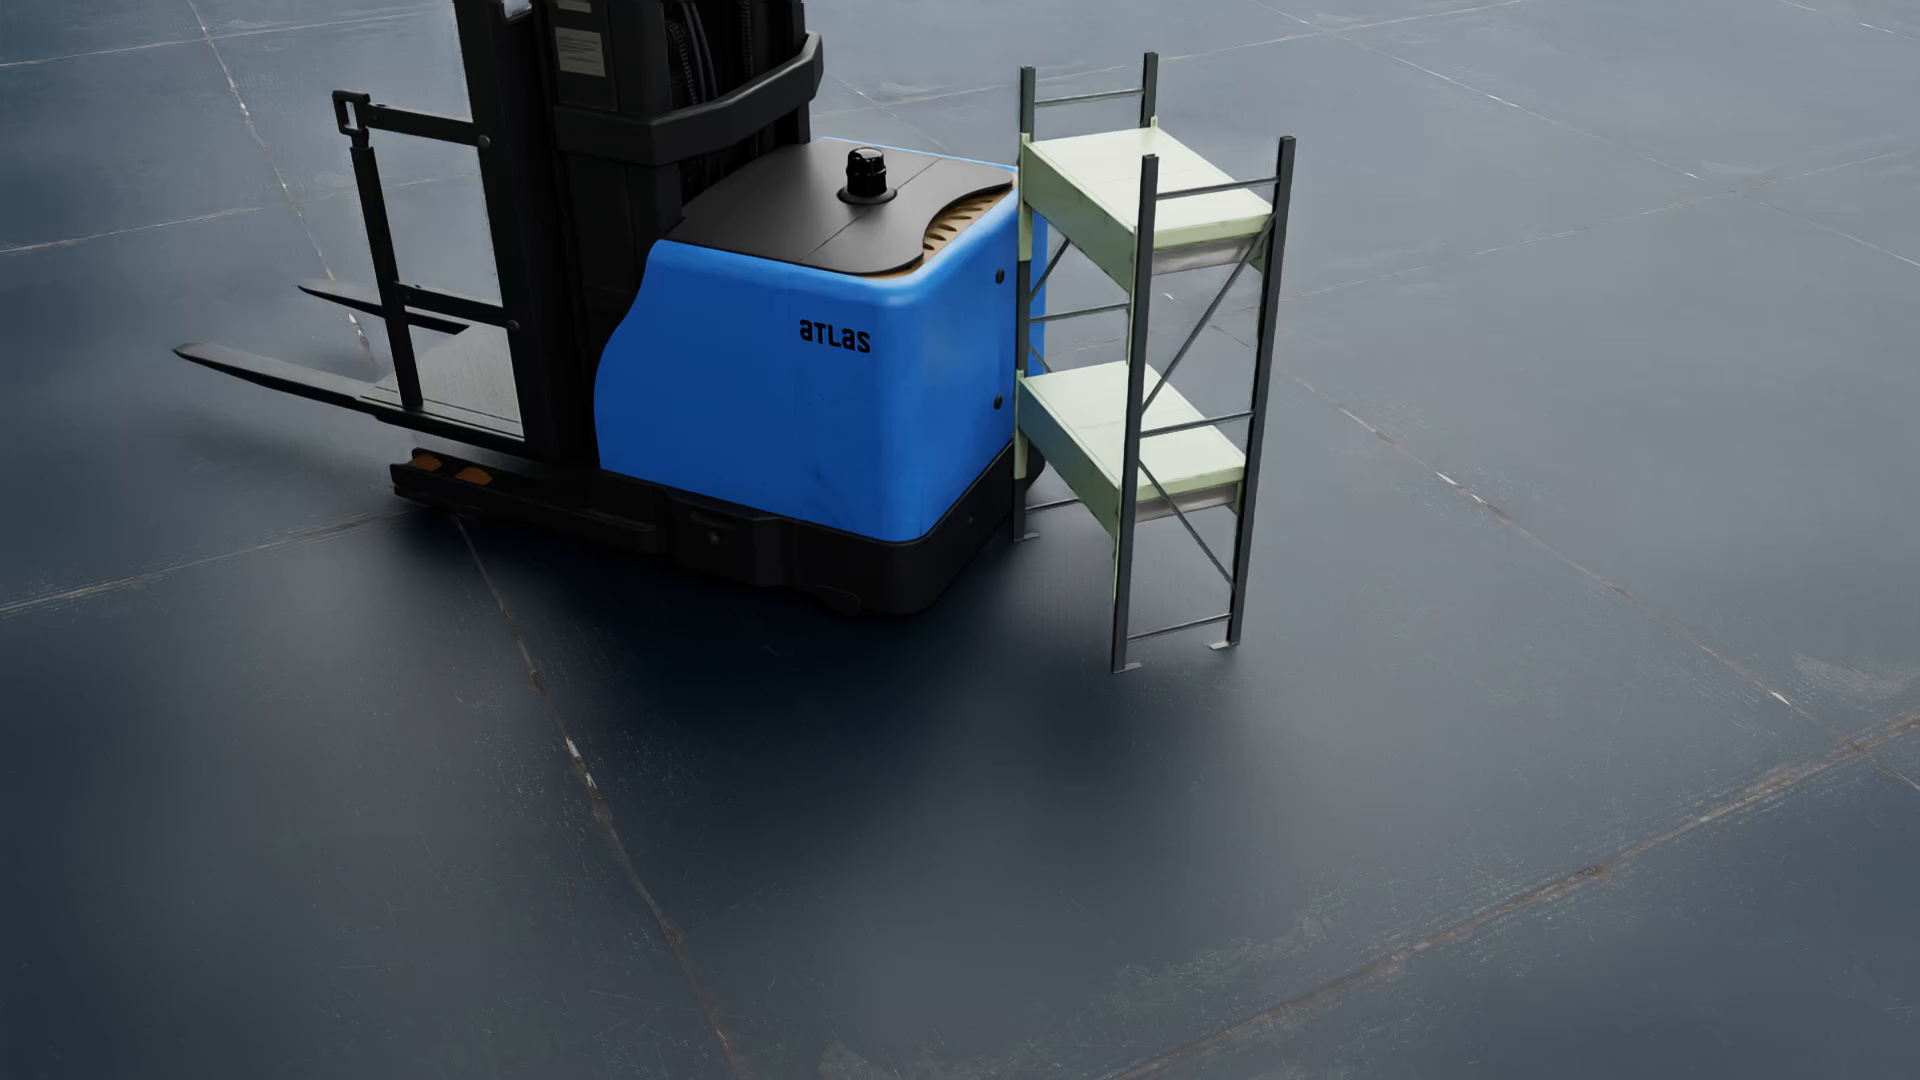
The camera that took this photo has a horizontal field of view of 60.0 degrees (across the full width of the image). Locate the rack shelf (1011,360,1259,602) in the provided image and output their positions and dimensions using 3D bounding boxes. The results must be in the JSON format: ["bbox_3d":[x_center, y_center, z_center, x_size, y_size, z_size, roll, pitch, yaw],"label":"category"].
[{"bbox_3d":[0.483,-0.207,4.787,0.431,0.370,0.720,-12,34,-17],"label":"rack shelf"}]

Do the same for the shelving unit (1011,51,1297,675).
[{"bbox_3d":[0.483,-0.481,4.611,0.431,1.500,0.755,-12,34,-17],"label":"shelving unit"}]

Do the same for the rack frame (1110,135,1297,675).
[{"bbox_3d":[0.614,-0.297,4.323,0.400,1.500,0.023,-12,34,-17],"label":"rack frame"}]

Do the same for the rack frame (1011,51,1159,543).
[{"bbox_3d":[0.353,-0.666,4.899,0.400,1.500,0.023,-12,34,-17],"label":"rack frame"}]

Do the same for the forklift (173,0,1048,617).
[{"bbox_3d":[-1.277,-1.540,4.936,3.031,2.935,1.130,14,35,21],"label":"forklift"}]

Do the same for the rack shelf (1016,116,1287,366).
[{"bbox_3d":[0.483,-0.810,4.401,0.431,0.370,0.720,-12,34,-17],"label":"rack shelf"}]
